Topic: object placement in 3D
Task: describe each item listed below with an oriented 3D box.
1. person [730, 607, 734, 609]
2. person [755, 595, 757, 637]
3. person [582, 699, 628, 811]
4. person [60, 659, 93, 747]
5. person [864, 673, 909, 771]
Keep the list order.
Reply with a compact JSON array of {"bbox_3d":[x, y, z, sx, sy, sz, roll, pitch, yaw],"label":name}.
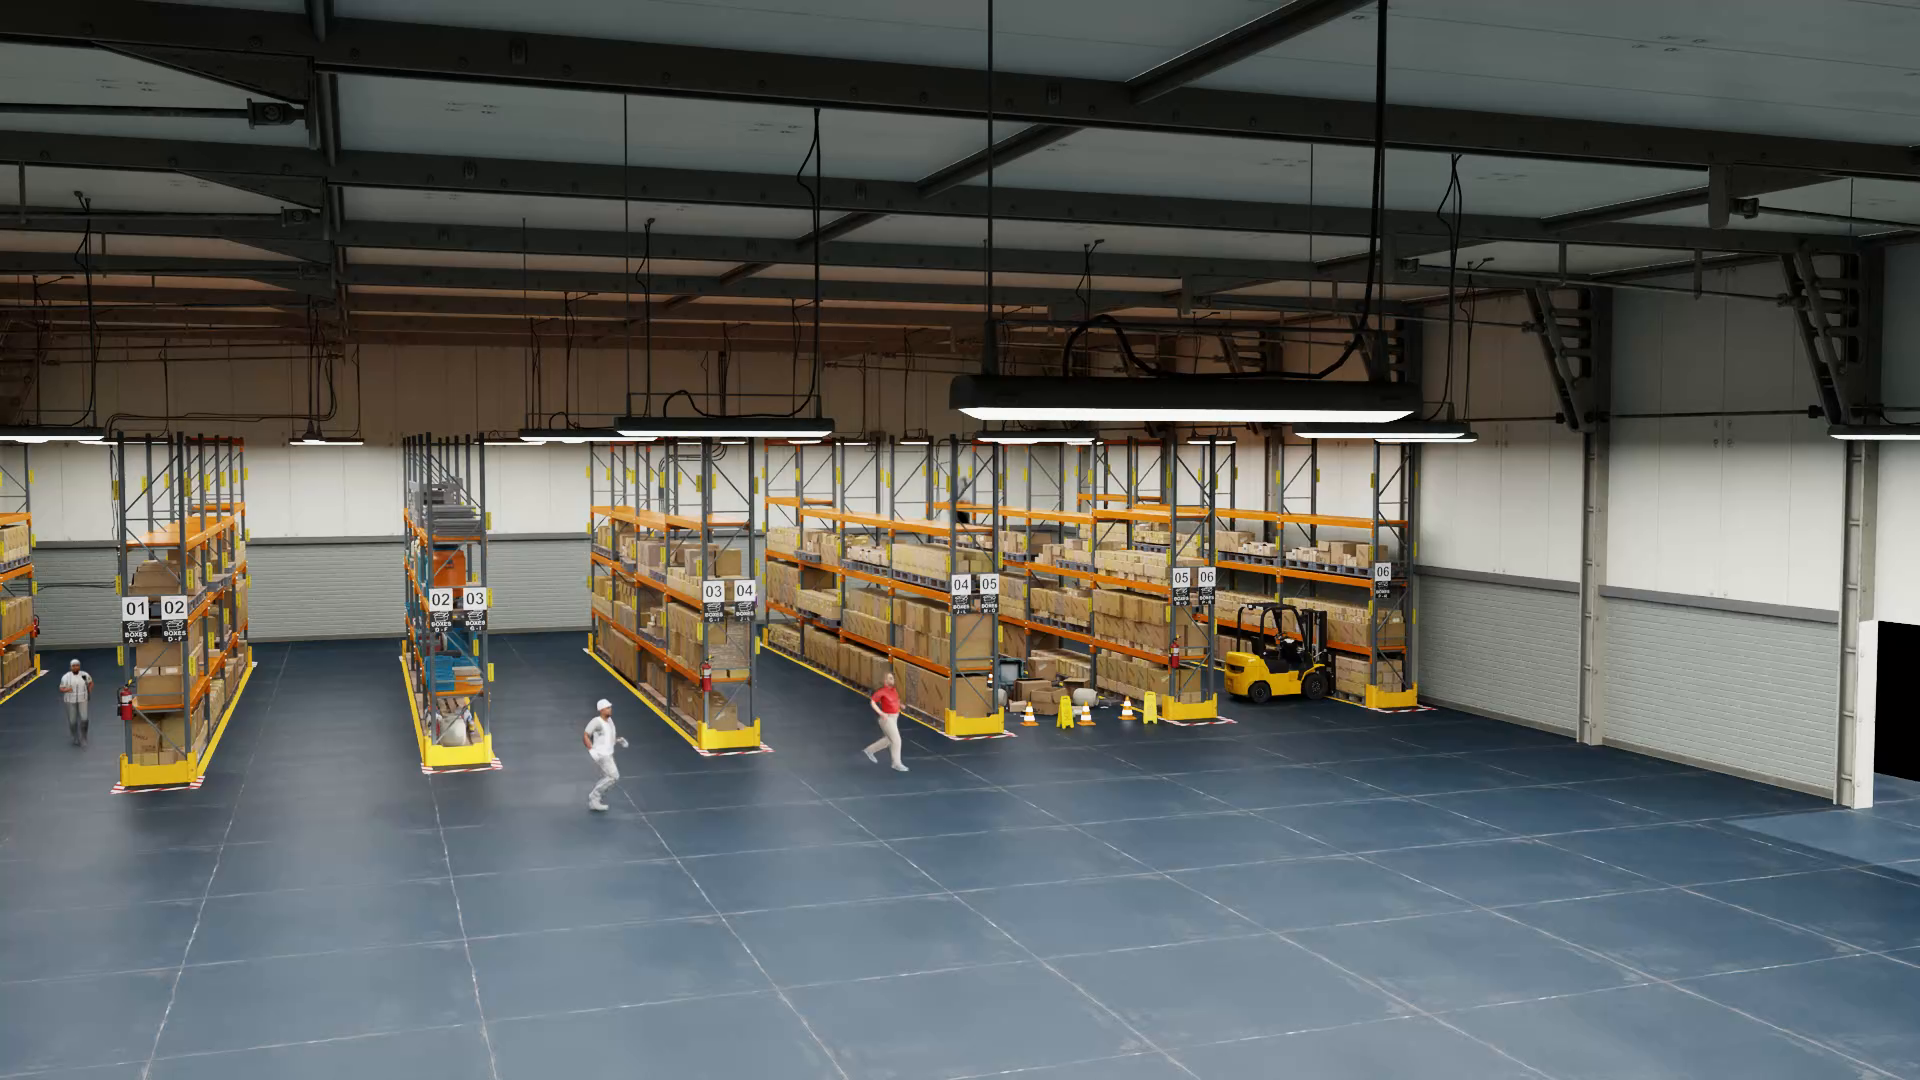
[{"bbox_3d":[-6.742,2.259,47.633,0.596,1.707,0.872,1,3,9],"label":"person"},{"bbox_3d":[-6.241,2.149,49.365,0.657,1.719,0.809,-2,4,-37],"label":"person"},{"bbox_3d":[-5.564,3.384,26.225,0.599,1.744,0.686,0,3,5],"label":"person"},{"bbox_3d":[-16.925,3.136,31.885,0.586,1.695,0.661,-2,4,-31],"label":"person"},{"bbox_3d":[-1.309,3.227,29.665,0.876,1.739,0.651,1,3,18],"label":"person"}]
